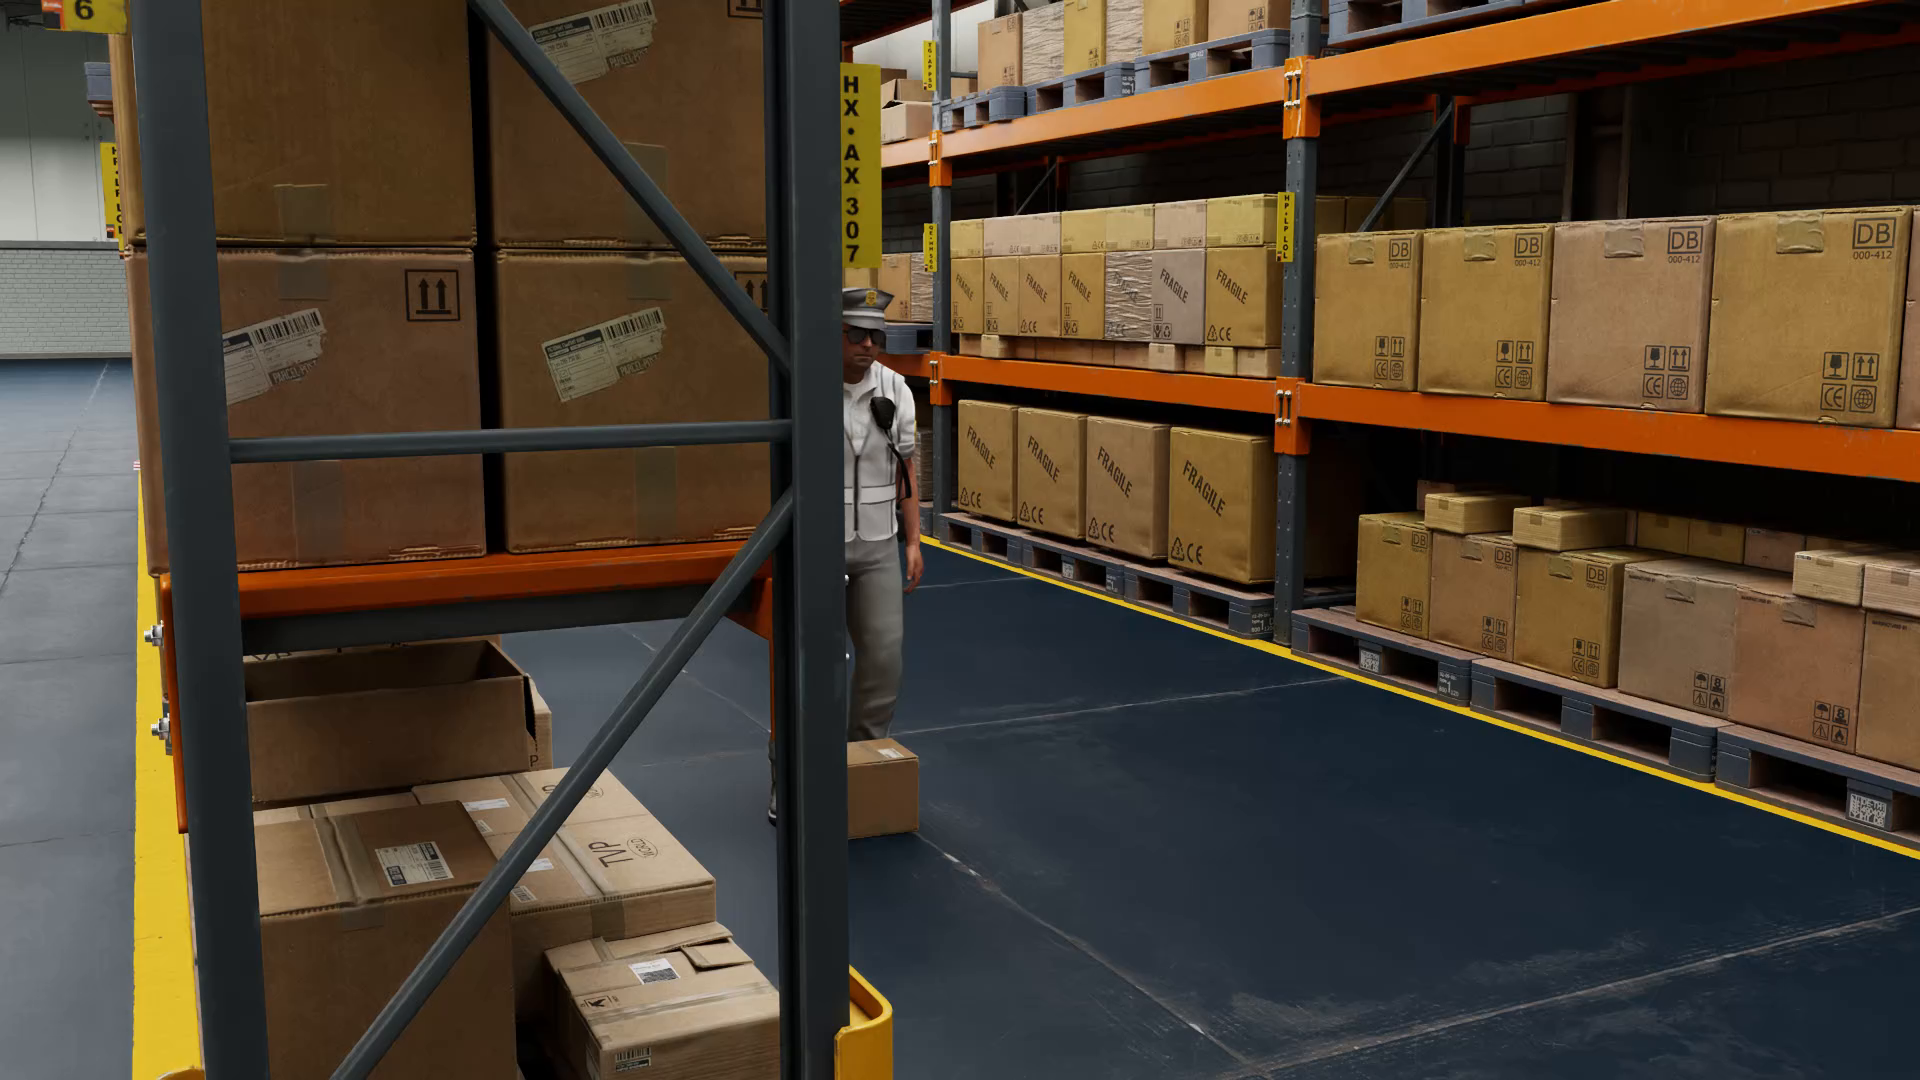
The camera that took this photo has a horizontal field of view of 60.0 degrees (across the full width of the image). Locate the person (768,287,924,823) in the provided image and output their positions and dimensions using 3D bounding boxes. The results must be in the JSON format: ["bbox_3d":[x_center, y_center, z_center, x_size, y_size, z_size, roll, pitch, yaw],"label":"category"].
[{"bbox_3d":[-0.407,0.033,5.592,0.604,1.747,0.437,-4,9,-26],"label":"person"}]
